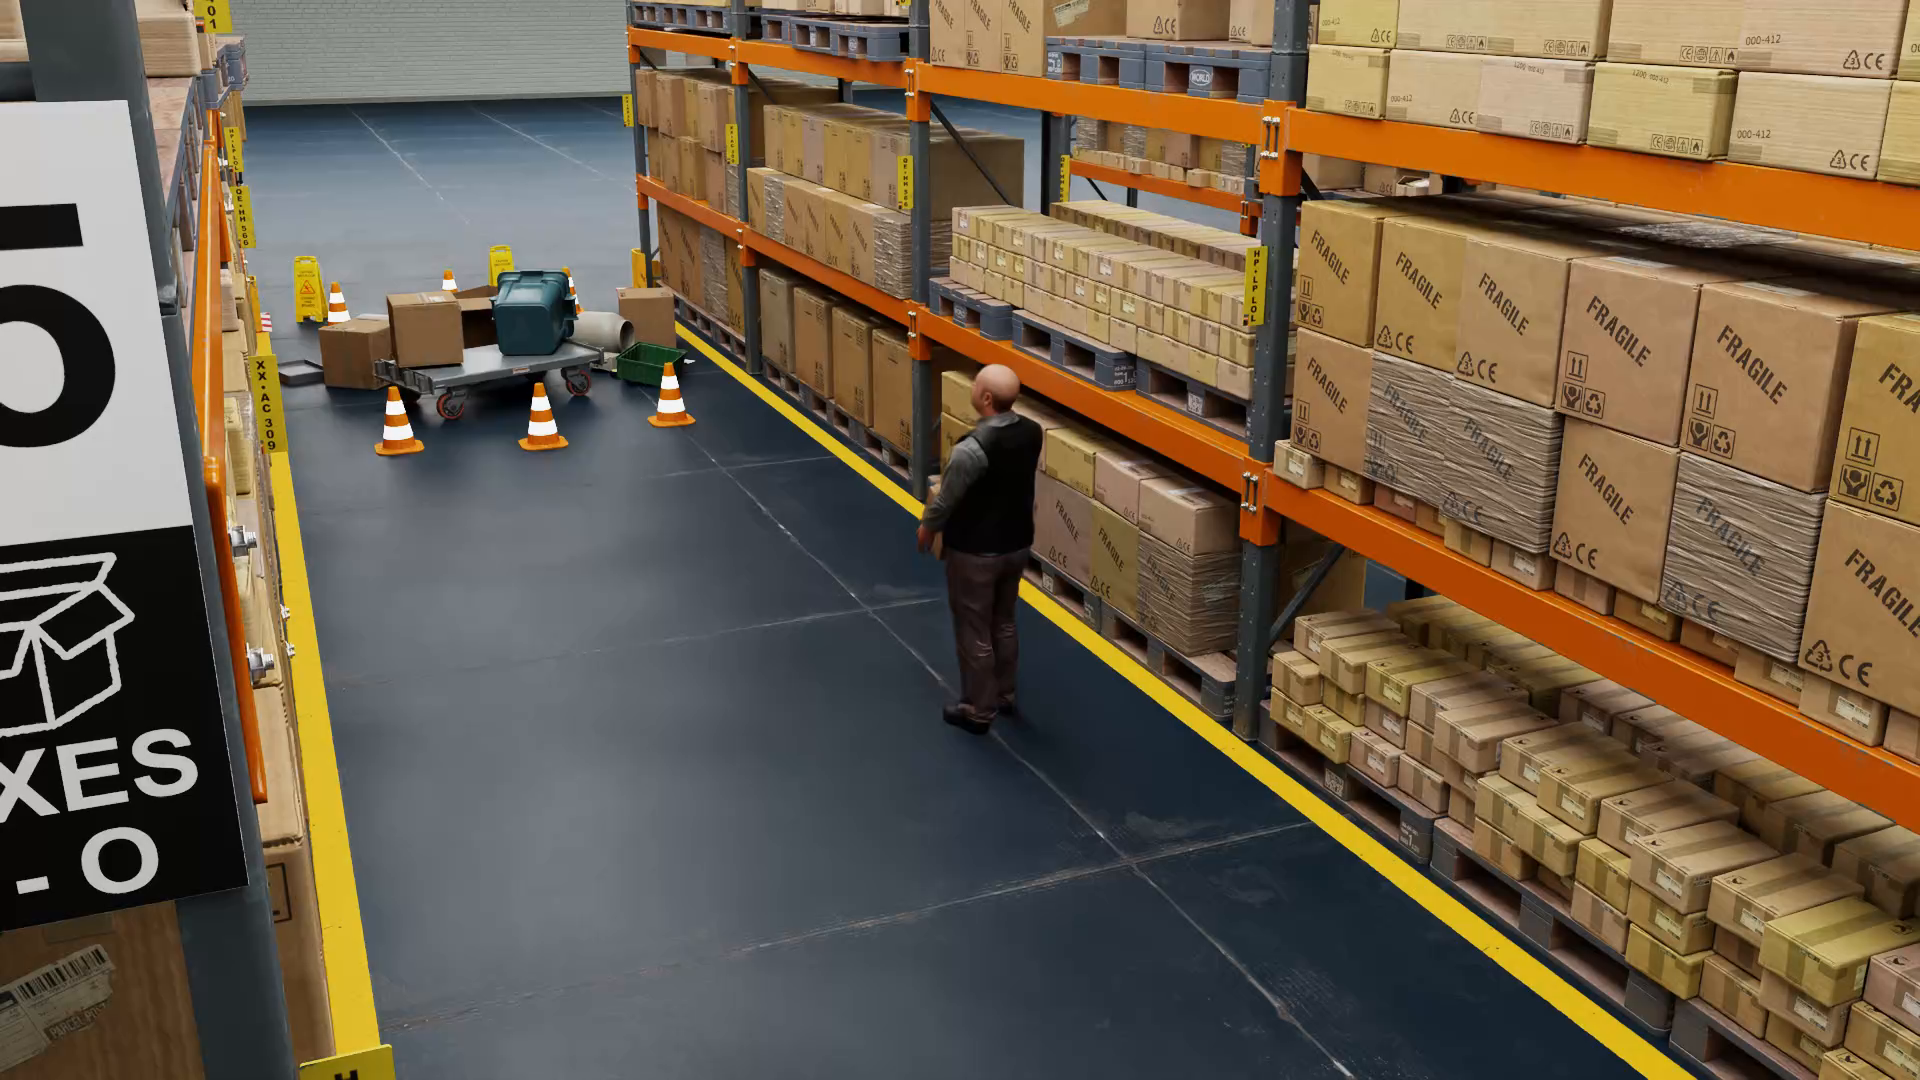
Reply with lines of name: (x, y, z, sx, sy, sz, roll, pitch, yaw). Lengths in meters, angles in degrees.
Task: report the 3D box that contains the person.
person: (0.086, 0.028, 7.509, 0.522, 1.726, 0.556, 17, 25, 40)
